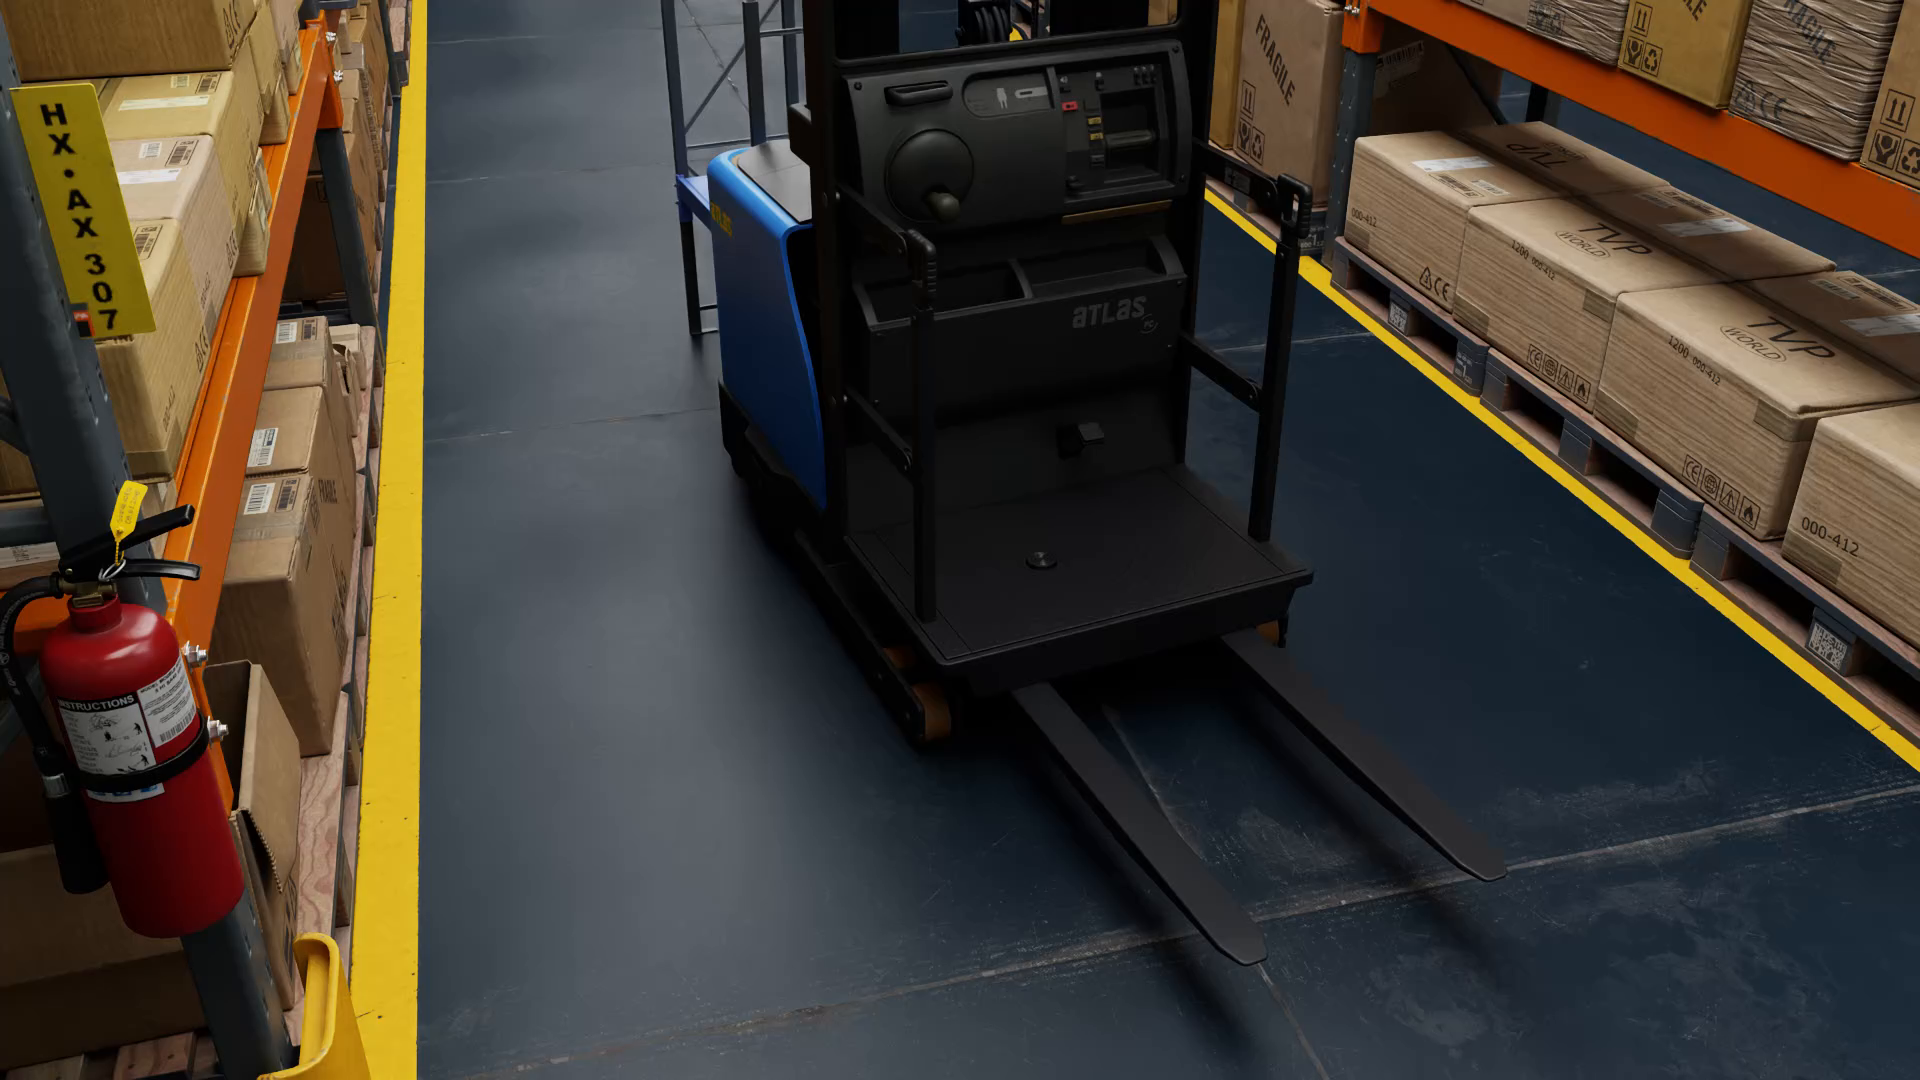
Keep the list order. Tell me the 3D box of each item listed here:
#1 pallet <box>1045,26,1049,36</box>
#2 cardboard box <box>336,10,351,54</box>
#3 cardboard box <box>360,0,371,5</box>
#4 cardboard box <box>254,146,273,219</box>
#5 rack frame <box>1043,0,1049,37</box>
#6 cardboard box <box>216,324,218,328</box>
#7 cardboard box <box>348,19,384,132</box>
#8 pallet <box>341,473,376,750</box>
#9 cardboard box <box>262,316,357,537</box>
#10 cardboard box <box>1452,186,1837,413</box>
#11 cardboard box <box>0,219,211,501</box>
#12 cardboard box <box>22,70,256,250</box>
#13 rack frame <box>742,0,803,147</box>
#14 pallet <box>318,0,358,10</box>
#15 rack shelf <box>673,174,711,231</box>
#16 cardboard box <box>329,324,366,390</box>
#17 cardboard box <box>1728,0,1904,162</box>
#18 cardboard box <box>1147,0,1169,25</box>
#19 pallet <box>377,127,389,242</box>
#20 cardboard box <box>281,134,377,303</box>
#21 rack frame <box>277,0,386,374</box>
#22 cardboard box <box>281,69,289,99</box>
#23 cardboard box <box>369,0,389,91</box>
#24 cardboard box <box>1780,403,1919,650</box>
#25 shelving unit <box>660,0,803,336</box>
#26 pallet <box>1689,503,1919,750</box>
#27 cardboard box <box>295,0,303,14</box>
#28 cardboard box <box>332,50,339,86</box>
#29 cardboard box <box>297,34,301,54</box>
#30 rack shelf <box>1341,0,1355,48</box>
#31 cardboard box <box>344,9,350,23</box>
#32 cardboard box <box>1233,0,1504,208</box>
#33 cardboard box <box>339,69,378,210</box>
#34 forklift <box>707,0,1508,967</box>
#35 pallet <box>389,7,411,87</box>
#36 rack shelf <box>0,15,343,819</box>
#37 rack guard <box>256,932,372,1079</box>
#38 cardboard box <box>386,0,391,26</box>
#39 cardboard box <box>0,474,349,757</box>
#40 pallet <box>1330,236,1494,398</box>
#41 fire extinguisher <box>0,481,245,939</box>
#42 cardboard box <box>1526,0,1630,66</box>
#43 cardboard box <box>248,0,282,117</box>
[{"bbox_3d":[1.168,-2.891,10.034,1.003,0.211,1.213,-8,31,-13],"label":"pallet"},{"bbox_3d":[-3.053,-2.358,7.759,0.380,0.149,0.250,-9,31,-16],"label":"cardboard box"},{"bbox_3d":[-3.275,-2.875,8.651,0.380,0.149,0.250,-9,31,-16],"label":"cardboard box"},{"bbox_3d":[-1.836,-0.803,3.893,0.380,0.149,0.250,-7,31,-12],"label":"cardboard box"},{"bbox_3d":[1.032,-4.489,10.010,1.000,3.000,0.127,-8,31,-13],"label":"rack frame"},{"bbox_3d":[-1.676,-0.419,3.230,0.380,0.149,0.250,-7,31,-12],"label":"cardboard box"},{"bbox_3d":[-3.169,-2.255,8.228,0.500,0.500,0.500,-7,31,-11],"label":"cardboard box"},{"bbox_3d":[-2.182,0.234,4.635,1.003,0.211,1.213,-8,31,-13],"label":"pallet"},{"bbox_3d":[-2.165,-0.290,4.833,0.700,0.500,0.500,-9,31,-15],"label":"cardboard box"},{"bbox_3d":[2.395,-0.880,5.914,0.875,0.438,0.875,-9,31,-15],"label":"cardboard box"},{"bbox_3d":[-1.490,-0.282,2.595,0.500,0.250,0.500,-8,31,-13],"label":"cardboard box"},{"bbox_3d":[-1.762,-0.770,3.438,0.500,0.250,0.500,-8,31,-14],"label":"cardboard box"},{"bbox_3d":[-0.439,-1.060,5.585,0.500,1.500,0.032,-13,32,-21],"label":"rack frame"},{"bbox_3d":[-2.798,-2.212,6.269,1.003,0.211,1.213,-8,31,-13],"label":"pallet"},{"bbox_3d":[-0.646,-1.137,6.076,0.538,0.185,1.000,-13,32,-21],"label":"rack shelf"},{"bbox_3d":[-2.260,-0.613,5.741,0.380,0.149,0.250,-9,31,-15],"label":"cardboard box"},{"bbox_3d":[2.507,-1.357,4.501,0.500,0.500,0.500,-7,31,-12],"label":"cardboard box"},{"bbox_3d":[1.368,-2.975,9.097,0.875,0.875,0.875,-7,31,-13],"label":"cardboard box"},{"bbox_3d":[-3.271,-1.666,7.918,1.003,0.211,1.213,-8,31,-13],"label":"pallet"},{"bbox_3d":[-2.603,-1.258,6.506,0.500,0.500,0.500,-7,31,-11],"label":"cardboard box"},{"bbox_3d":[-2.691,-1.895,5.529,1.000,3.000,0.127,-8,31,-13],"label":"rack frame"},{"bbox_3d":[-2.137,-1.290,4.735,0.380,0.149,0.250,-7,31,-12],"label":"cardboard box"},{"bbox_3d":[-3.433,-2.751,9.085,0.500,0.500,0.500,-7,31,-12],"label":"cardboard box"},{"bbox_3d":[2.883,-0.003,4.399,0.875,0.438,0.875,-9,31,-15],"label":"cardboard box"},{"bbox_3d":[-0.646,-1.293,5.986,0.538,1.500,1.048,-13,32,-21],"label":"shelving unit"},{"bbox_3d":[2.867,0.206,4.683,1.003,0.211,1.213,-8,31,-13],"label":"pallet"},{"bbox_3d":[-2.321,-1.745,5.123,0.500,0.250,0.500,-7,31,-12],"label":"cardboard box"},{"bbox_3d":[-2.873,-1.986,7.116,0.380,0.149,0.250,-8,31,-13],"label":"cardboard box"},{"bbox_3d":[-2.273,-1.543,5.172,0.380,0.149,0.250,-7,31,-12],"label":"cardboard box"},{"bbox_3d":[1.563,-3.211,8.522,1.077,0.370,4.000,-8,31,-13],"label":"rack shelf"},{"bbox_3d":[-3.222,-2.608,8.190,0.380,0.149,0.250,-7,31,-12],"label":"cardboard box"},{"bbox_3d":[1.852,-2.108,7.599,0.875,0.875,0.875,-7,31,-12],"label":"cardboard box"},{"bbox_3d":[-2.882,-1.756,7.365,0.500,0.500,0.500,-9,31,-15],"label":"cardboard box"},{"bbox_3d":[0.255,-0.983,4.022,1.130,2.935,3.031,-13,32,-21],"label":"forklift"},{"bbox_3d":[-3.934,-3.023,10.261,1.003,0.211,1.213,-8,31,-13],"label":"pallet"},{"bbox_3d":[-2.160,-0.617,4.041,1.077,0.370,4.000,-8,31,-13],"label":"rack shelf"},{"bbox_3d":[-1.650,1.082,2.881,1.175,0.500,0.348,-8,31,-13],"label":"rack guard"},{"bbox_3d":[-3.905,-3.284,9.880,0.875,0.625,0.625,-7,31,-12],"label":"cardboard box"},{"bbox_3d":[-1.890,0.211,3.967,0.700,0.500,0.500,-7,31,-11],"label":"cardboard box"},{"bbox_3d":[2.220,-0.972,6.719,1.003,0.211,1.213,-8,31,-13],"label":"pallet"},{"bbox_3d":[-1.145,0.242,2.288,0.296,0.674,0.183,-8,31,-13],"label":"fire extinguisher"},{"bbox_3d":[2.221,-1.854,5.359,0.500,0.500,0.500,-8,31,-13],"label":"cardboard box"},{"bbox_3d":[-2.054,-1.262,4.290,0.500,0.250,0.500,-8,31,-14],"label":"cardboard box"}]
